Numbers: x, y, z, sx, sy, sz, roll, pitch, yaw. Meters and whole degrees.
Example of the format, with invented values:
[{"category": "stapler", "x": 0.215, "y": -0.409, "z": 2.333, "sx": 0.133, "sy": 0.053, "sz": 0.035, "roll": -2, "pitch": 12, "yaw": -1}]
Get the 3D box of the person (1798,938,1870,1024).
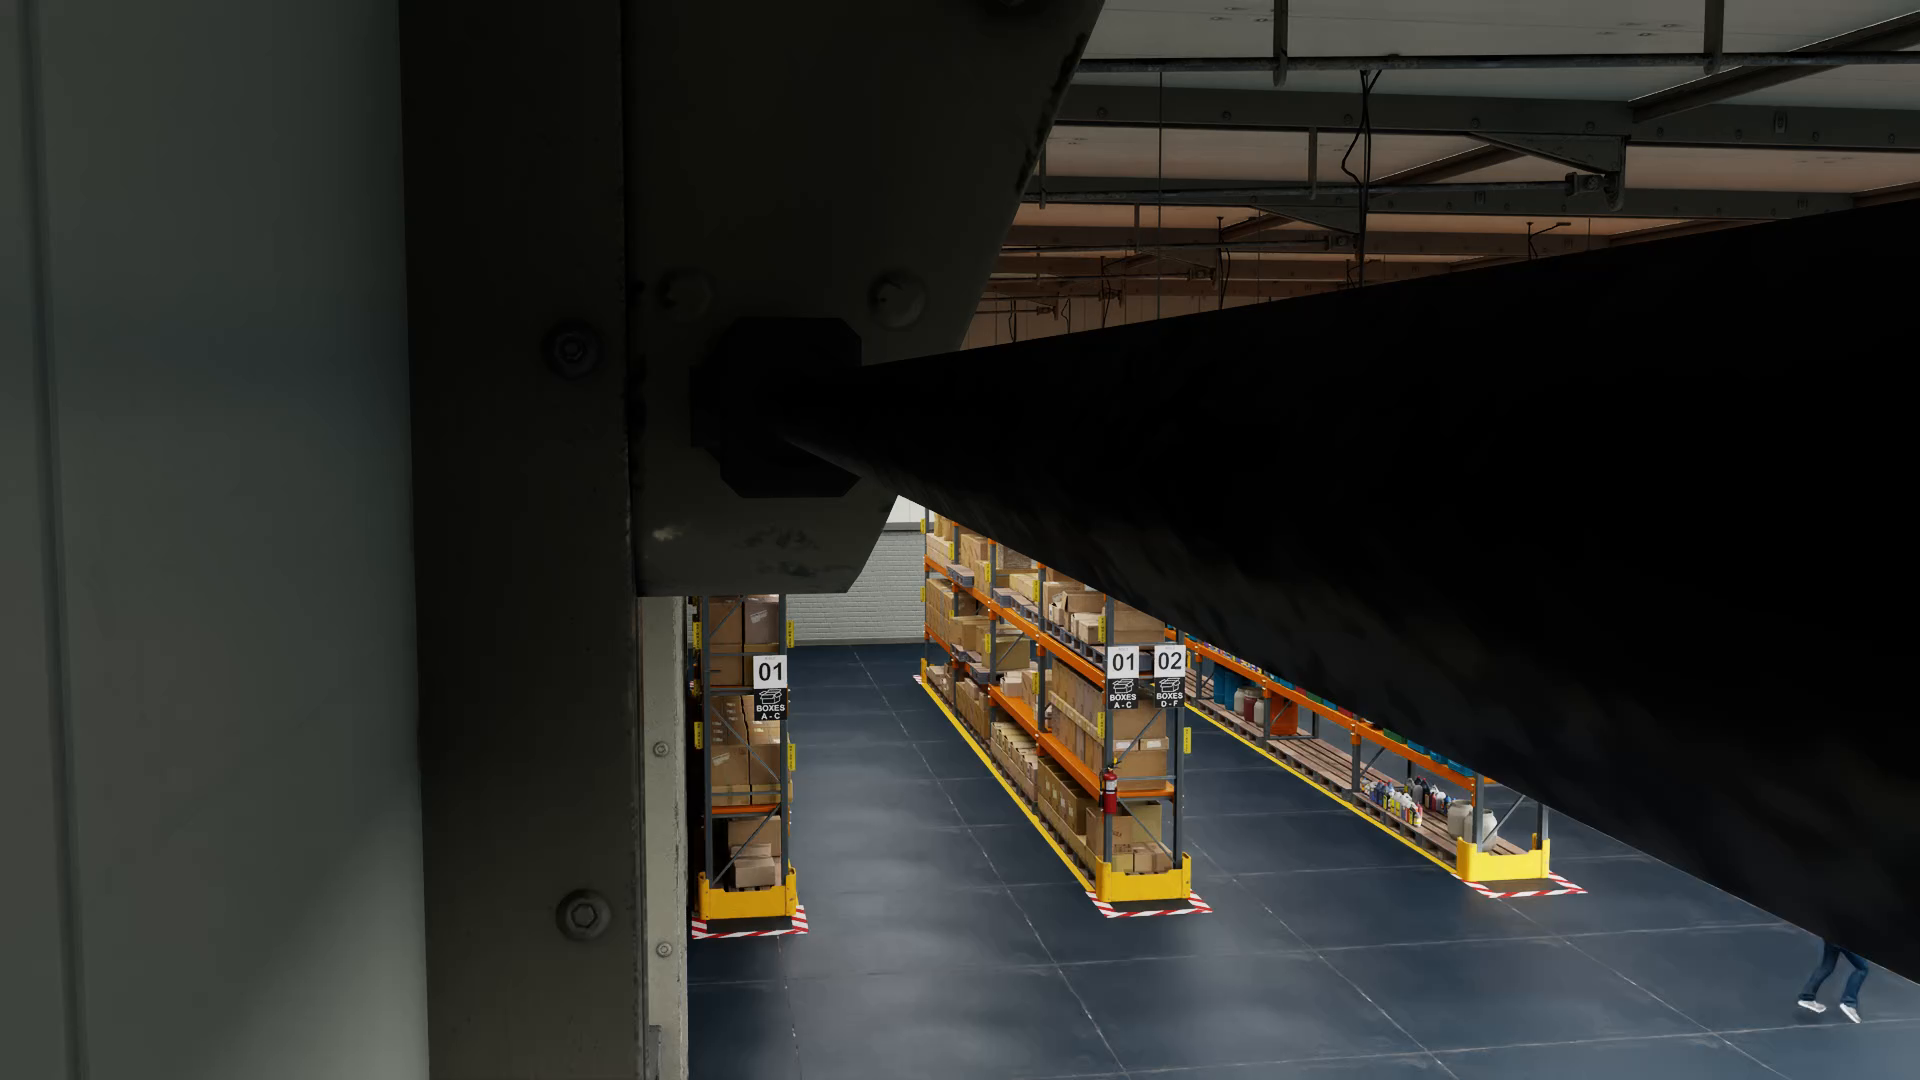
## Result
[{"category": "person", "x": 8.879, "y": 4.055, "z": 16.791, "sx": 0.703, "sy": 1.639, "sz": 0.503, "roll": 1, "pitch": 5, "yaw": 6}]
